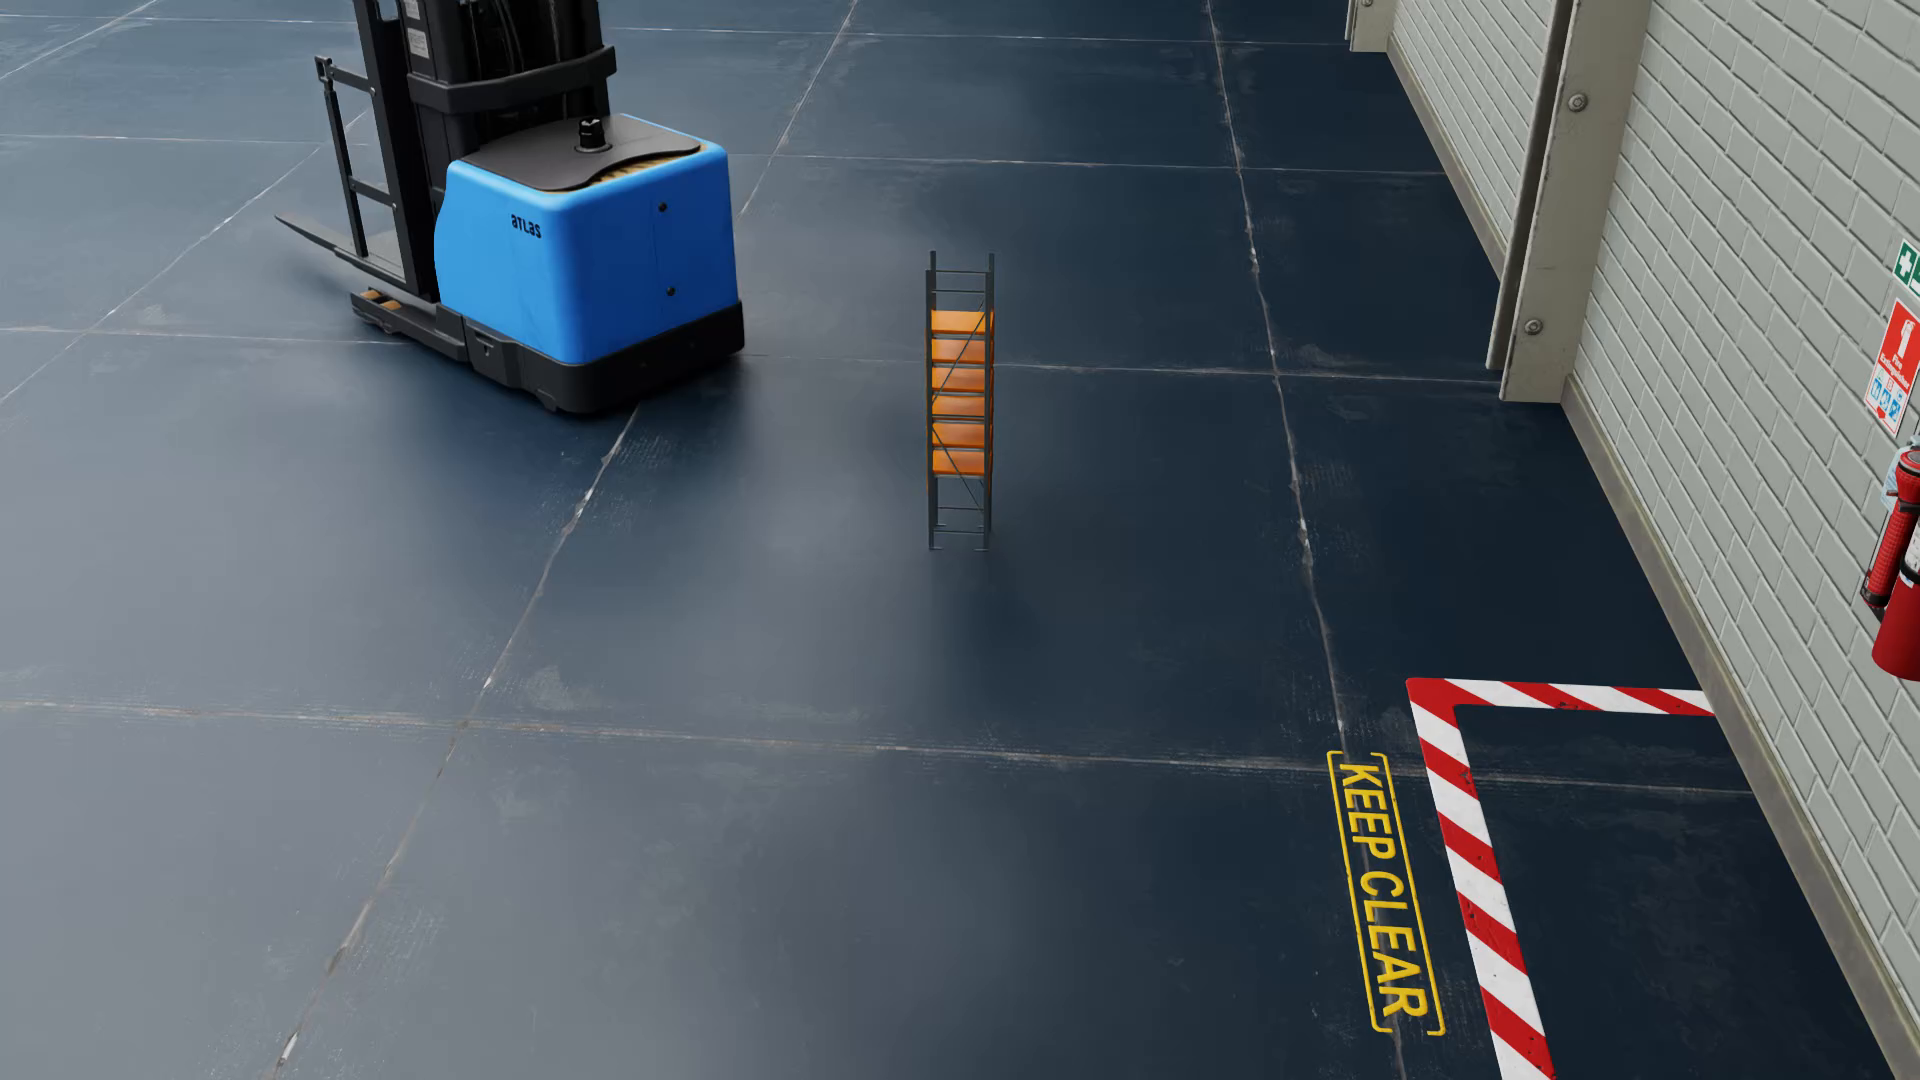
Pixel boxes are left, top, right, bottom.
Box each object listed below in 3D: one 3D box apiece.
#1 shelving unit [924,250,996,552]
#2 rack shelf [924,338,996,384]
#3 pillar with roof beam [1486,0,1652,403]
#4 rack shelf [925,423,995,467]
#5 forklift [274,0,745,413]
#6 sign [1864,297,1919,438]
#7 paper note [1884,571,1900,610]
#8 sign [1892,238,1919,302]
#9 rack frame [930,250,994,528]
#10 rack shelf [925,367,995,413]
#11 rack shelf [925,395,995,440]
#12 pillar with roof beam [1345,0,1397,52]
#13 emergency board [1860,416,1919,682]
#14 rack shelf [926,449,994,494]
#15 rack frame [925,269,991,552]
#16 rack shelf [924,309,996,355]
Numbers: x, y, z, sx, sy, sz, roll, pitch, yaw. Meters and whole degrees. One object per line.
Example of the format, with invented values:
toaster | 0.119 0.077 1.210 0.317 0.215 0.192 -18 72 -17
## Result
shelving unit | 0.001 -0.518 6.447 0.258 1.200 0.189 2 32 4
rack shelf | 0.001 -0.685 6.345 0.258 0.103 0.180 2 32 4
pillar with roof beam | -1.579 -4.766 5.907 9.100 9.000 0.400 2 32 4
rack shelf | 0.001 -0.378 6.534 0.258 0.103 0.180 2 32 4
forklift | -2.486 -2.475 7.973 3.031 2.935 1.130 25 40 35
sign | 2.610 -0.481 4.638 0.001 0.329 0.234 2 32 4
paper note | 2.546 0.104 4.562 0.016 0.148 0.142 2 32 4
sign | 2.601 -0.705 4.496 0.001 0.109 0.331 2 32 4
rack frame | 0.009 -0.566 6.525 0.240 1.200 0.006 2 32 4
rack shelf | 0.001 -0.583 6.408 0.258 0.103 0.180 2 32 4
rack shelf | 0.001 -0.481 6.471 0.258 0.103 0.180 2 32 4
pillar with roof beam | -1.090 -7.904 10.998 9.100 9.000 0.400 2 32 4
emergency board | 2.463 -0.182 4.186 0.194 1.169 0.643 2 32 4
rack shelf | 0.001 -0.276 6.597 0.258 0.103 0.180 2 32 4
rack frame | -0.006 -0.471 6.370 0.240 1.200 0.006 2 32 4
rack shelf | 0.001 -0.787 6.282 0.258 0.103 0.180 2 32 4
